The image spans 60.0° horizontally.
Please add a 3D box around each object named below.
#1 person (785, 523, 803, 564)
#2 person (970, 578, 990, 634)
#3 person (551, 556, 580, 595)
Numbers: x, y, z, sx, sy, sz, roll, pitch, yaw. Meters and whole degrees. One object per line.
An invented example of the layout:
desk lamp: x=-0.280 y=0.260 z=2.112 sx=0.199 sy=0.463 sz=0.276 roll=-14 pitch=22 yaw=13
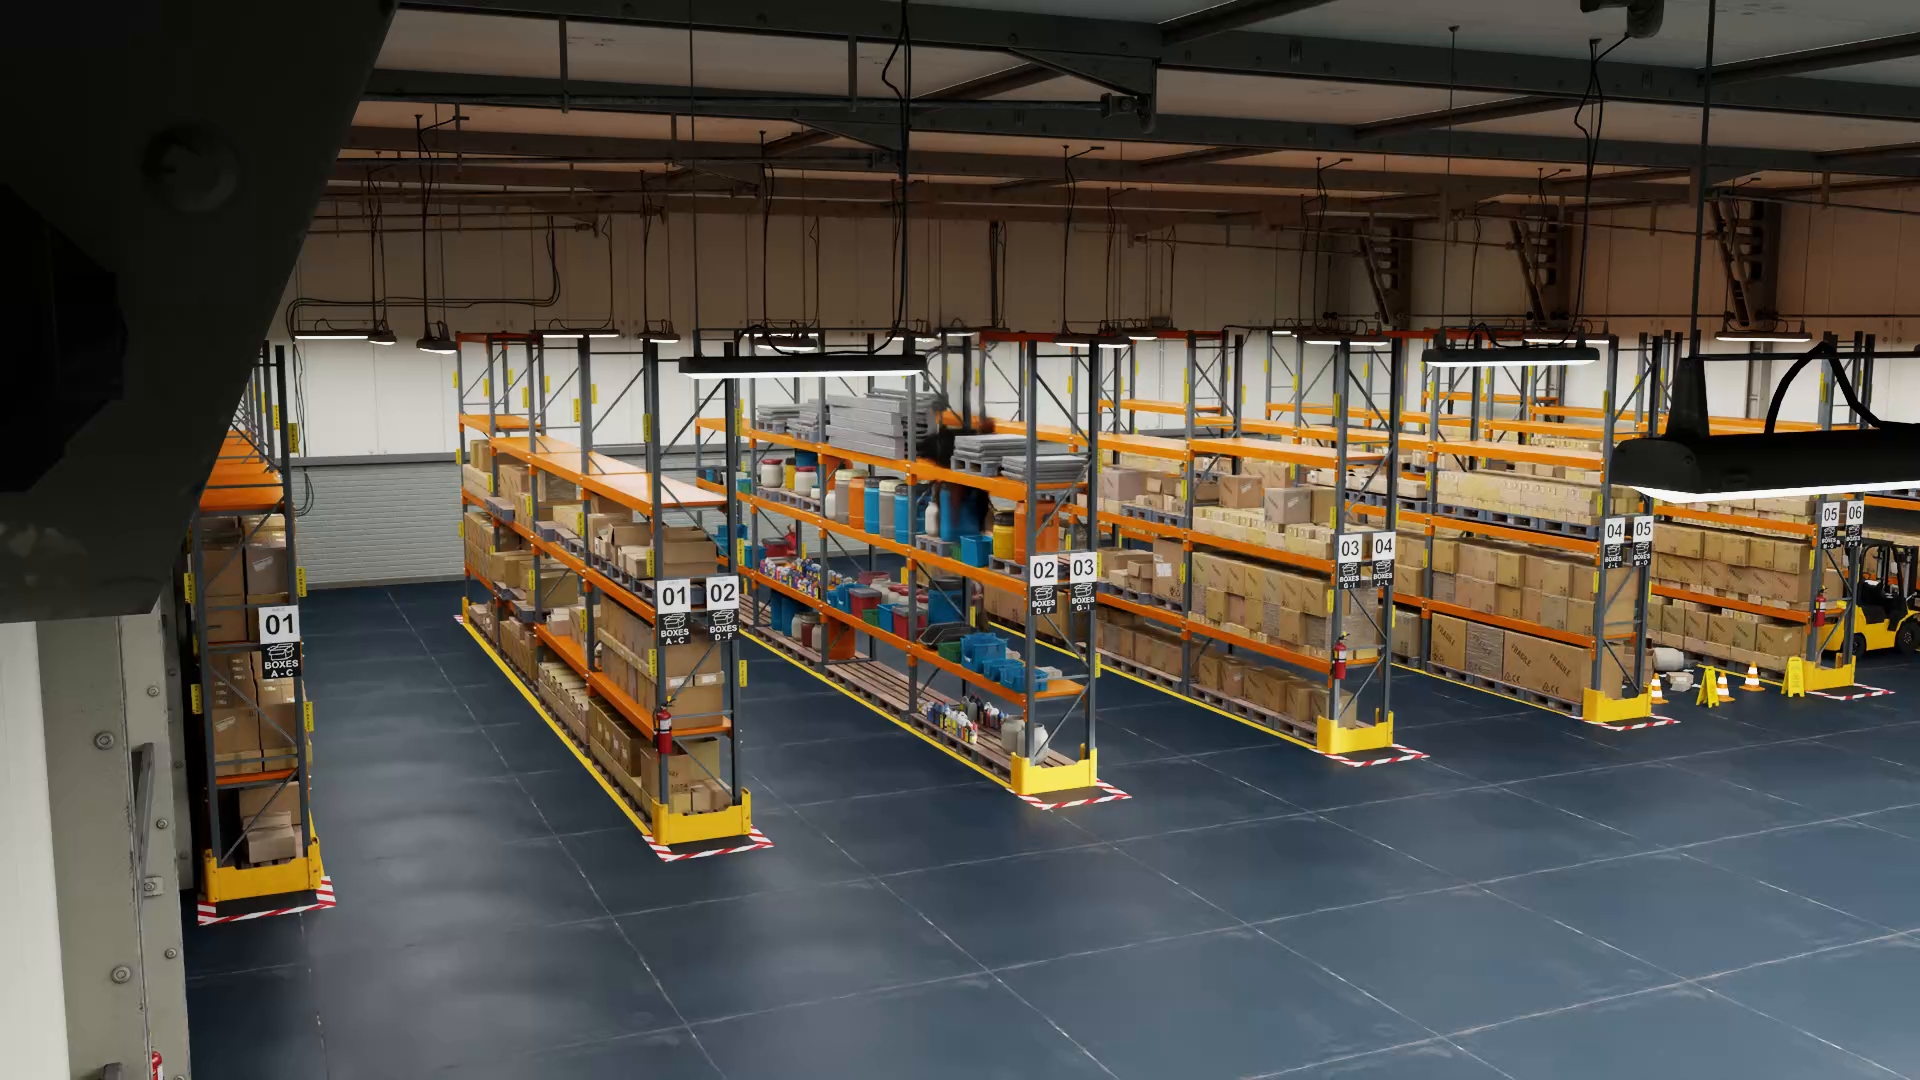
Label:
person: x=-3.667 y=0.491 z=37.088 sx=0.810 sy=1.735 sz=0.652 roll=7 pitch=10 yaw=42
person: x=0.261 y=1.311 z=30.431 sx=0.685 sy=1.729 sz=0.776 roll=-5 pitch=9 yaw=-34
person: x=-8.495 y=0.678 z=35.734 sx=0.850 sy=1.700 sz=0.721 roll=3 pitch=8 yaw=24
